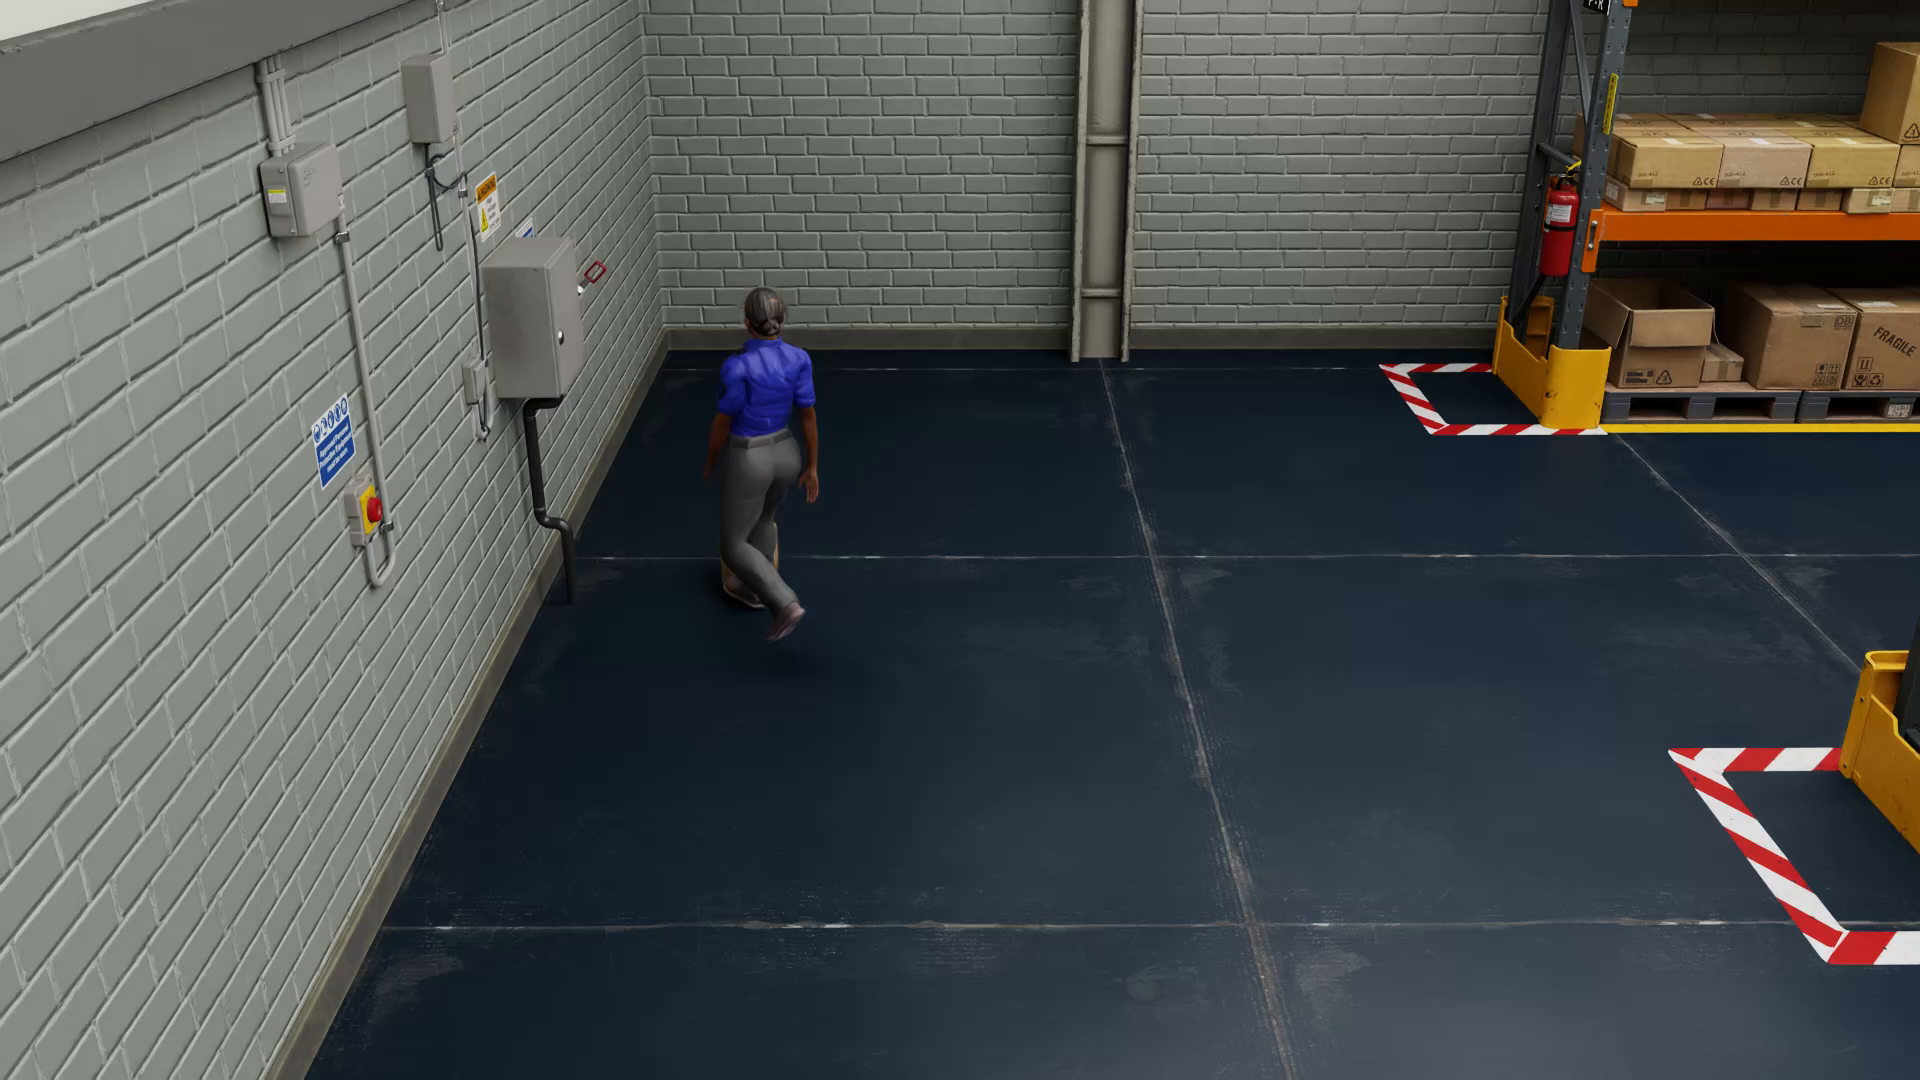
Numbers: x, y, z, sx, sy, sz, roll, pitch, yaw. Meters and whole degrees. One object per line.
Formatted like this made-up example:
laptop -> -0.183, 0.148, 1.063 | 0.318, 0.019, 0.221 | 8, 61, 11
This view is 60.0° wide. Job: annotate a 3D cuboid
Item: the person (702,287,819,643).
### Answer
person -> -0.888, -0.347, 7.388 | 0.449, 1.611, 0.868 | -20, 31, -37
